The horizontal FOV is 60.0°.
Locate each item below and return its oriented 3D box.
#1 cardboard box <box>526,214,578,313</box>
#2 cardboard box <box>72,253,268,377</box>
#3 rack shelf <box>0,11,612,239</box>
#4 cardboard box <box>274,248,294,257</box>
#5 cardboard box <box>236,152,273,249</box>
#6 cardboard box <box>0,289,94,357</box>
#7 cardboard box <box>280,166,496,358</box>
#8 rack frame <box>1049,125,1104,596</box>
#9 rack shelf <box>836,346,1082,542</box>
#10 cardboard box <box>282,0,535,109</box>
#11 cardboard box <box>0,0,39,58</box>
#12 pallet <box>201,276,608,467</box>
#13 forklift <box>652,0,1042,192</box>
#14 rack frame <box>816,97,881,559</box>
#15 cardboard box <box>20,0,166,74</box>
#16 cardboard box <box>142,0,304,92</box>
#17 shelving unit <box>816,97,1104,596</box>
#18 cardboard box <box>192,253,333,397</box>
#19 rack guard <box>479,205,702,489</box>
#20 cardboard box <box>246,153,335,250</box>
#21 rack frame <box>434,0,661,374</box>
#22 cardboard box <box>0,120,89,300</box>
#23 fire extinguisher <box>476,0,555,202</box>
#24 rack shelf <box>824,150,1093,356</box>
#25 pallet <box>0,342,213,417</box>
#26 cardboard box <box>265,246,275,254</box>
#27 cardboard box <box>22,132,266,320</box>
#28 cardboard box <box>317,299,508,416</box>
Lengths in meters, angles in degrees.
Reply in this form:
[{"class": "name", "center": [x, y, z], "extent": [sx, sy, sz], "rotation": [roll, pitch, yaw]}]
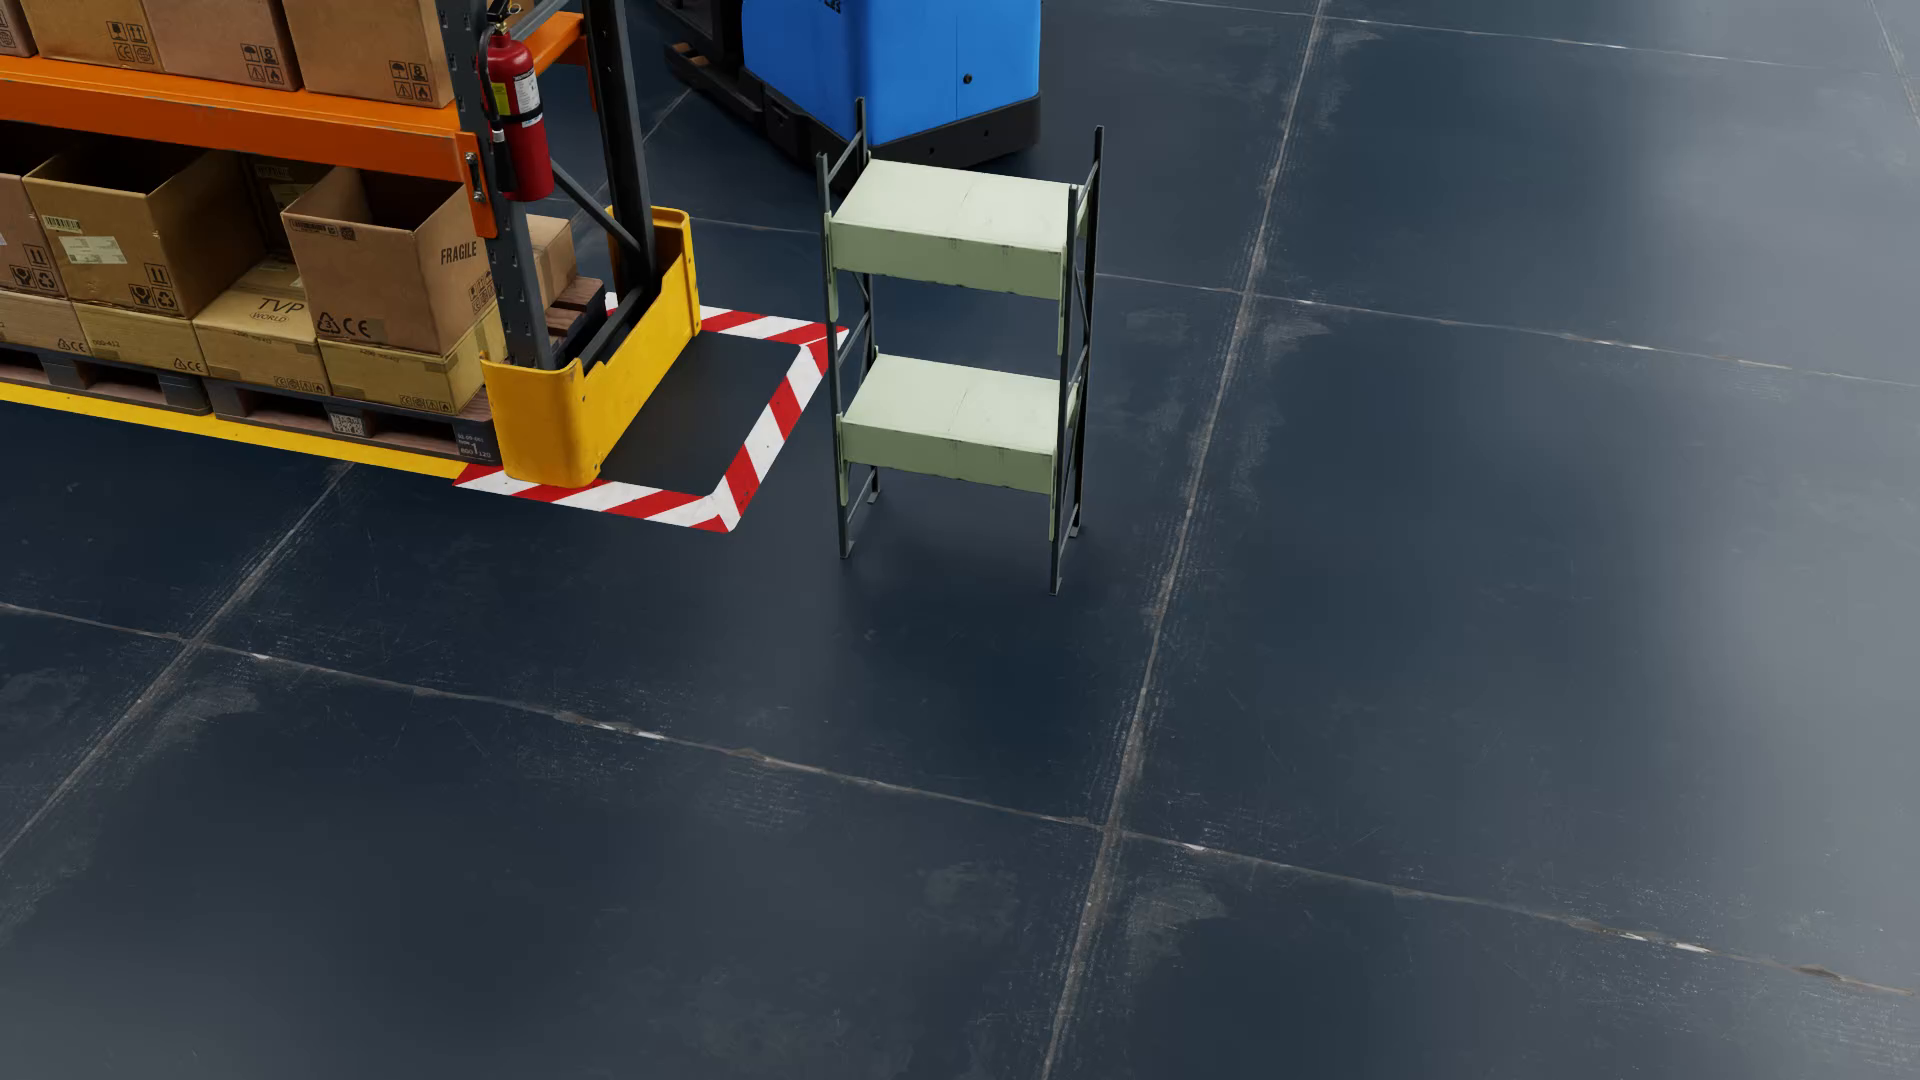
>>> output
[{"class": "cardboard box", "center": [-1.840, -1.053, 6.483], "extent": [0.500, 0.250, 0.500], "rotation": [10, 41, 11]}, {"class": "cardboard box", "center": [-2.944, -0.889, 6.288], "extent": [0.500, 0.250, 0.500], "rotation": [10, 41, 11]}, {"class": "rack shelf", "center": [-3.312, -1.775, 6.090], "extent": [4.000, 0.370, 1.077], "rotation": [10, 41, 11]}, {"class": "cardboard box", "center": [-2.324, -1.134, 6.579], "extent": [0.500, 0.250, 0.500], "rotation": [10, 41, 11]}, {"class": "cardboard box", "center": [-2.810, -1.497, 6.429], "extent": [0.500, 0.500, 0.500], "rotation": [10, 41, 11]}, {"class": "cardboard box", "center": [-3.426, -0.973, 6.388], "extent": [0.500, 0.250, 0.500], "rotation": [10, 41, 11]}, {"class": "cardboard box", "center": [-1.975, -1.017, 5.857], "extent": [0.500, 0.500, 0.500], "rotation": [10, 41, 11]}, {"class": "rack frame", "center": [0.360, -0.512, 5.194], "extent": [0.023, 1.500, 0.400], "rotation": [10, 41, 11]}, {"class": "rack shelf", "center": [0.006, -0.324, 5.476], "extent": [0.720, 0.370, 0.431], "rotation": [10, 41, 11]}, {"class": "cardboard box", "center": [-1.828, -1.842, 5.533], "extent": [0.500, 0.500, 0.700], "rotation": [10, 41, 11]}, {"class": "cardboard box", "center": [-3.324, -2.097, 5.837], "extent": [0.500, 0.500, 0.700], "rotation": [11, 41, 13]}, {"class": "pallet", "center": [-2.129, -0.751, 6.480], "extent": [1.213, 0.211, 1.003], "rotation": [10, 41, 11]}, {"class": "forklift", "center": [-0.867, -3.576, 7.729], "extent": [1.130, 2.935, 3.031], "rotation": [-24, 46, -26]}, {"class": "rack frame", "center": [-0.347, -0.634, 5.339], "extent": [0.023, 1.500, 0.400], "rotation": [10, 41, 11]}, {"class": "cardboard box", "center": [-2.814, -2.012, 5.736], "extent": [0.500, 0.500, 0.700], "rotation": [10, 41, 12]}, {"class": "cardboard box", "center": [-2.336, -1.926, 5.633], "extent": [0.500, 0.500, 0.700], "rotation": [11, 41, 13]}, {"class": "shelving unit", "center": [0.006, -0.573, 5.266], "extent": [0.755, 1.500, 0.431], "rotation": [10, 41, 11]}, {"class": "cardboard box", "center": [-2.460, -0.807, 6.190], "extent": [0.500, 0.250, 0.500], "rotation": [10, 41, 11]}, {"class": "rack guard", "center": [-1.357, -0.757, 6.262], "extent": [0.348, 0.500, 1.175], "rotation": [10, 41, 11]}, {"class": "cardboard box", "center": [-2.324, -1.422, 6.339], "extent": [0.500, 0.500, 0.500], "rotation": [10, 41, 11]}, {"class": "rack frame", "center": [-1.380, -1.718, 5.463], "extent": [0.127, 3.000, 1.000], "rotation": [10, 41, 11]}, {"class": "cardboard box", "center": [-3.427, -1.258, 6.144], "extent": [0.500, 0.500, 0.500], "rotation": [10, 41, 11]}, {"class": "fire extinguisher", "center": [-1.386, -1.380, 5.121], "extent": [0.183, 0.674, 0.296], "rotation": [10, 41, 11]}, {"class": "rack shelf", "center": [0.006, -0.872, 5.015], "extent": [0.720, 0.370, 0.431], "rotation": [10, 41, 11]}, {"class": "pallet", "center": [-3.304, -0.955, 6.723], "extent": [1.213, 0.211, 1.003], "rotation": [10, 41, 11]}, {"class": "cardboard box", "center": [-2.807, -1.217, 6.679], "extent": [0.500, 0.250, 0.500], "rotation": [10, 41, 11]}, {"class": "cardboard box", "center": [-2.945, -1.174, 6.044], "extent": [0.500, 0.500, 0.500], "rotation": [10, 41, 11]}, {"class": "cardboard box", "center": [-1.974, -0.731, 6.100], "extent": [0.500, 0.250, 0.500], "rotation": [10, 41, 11]}]
